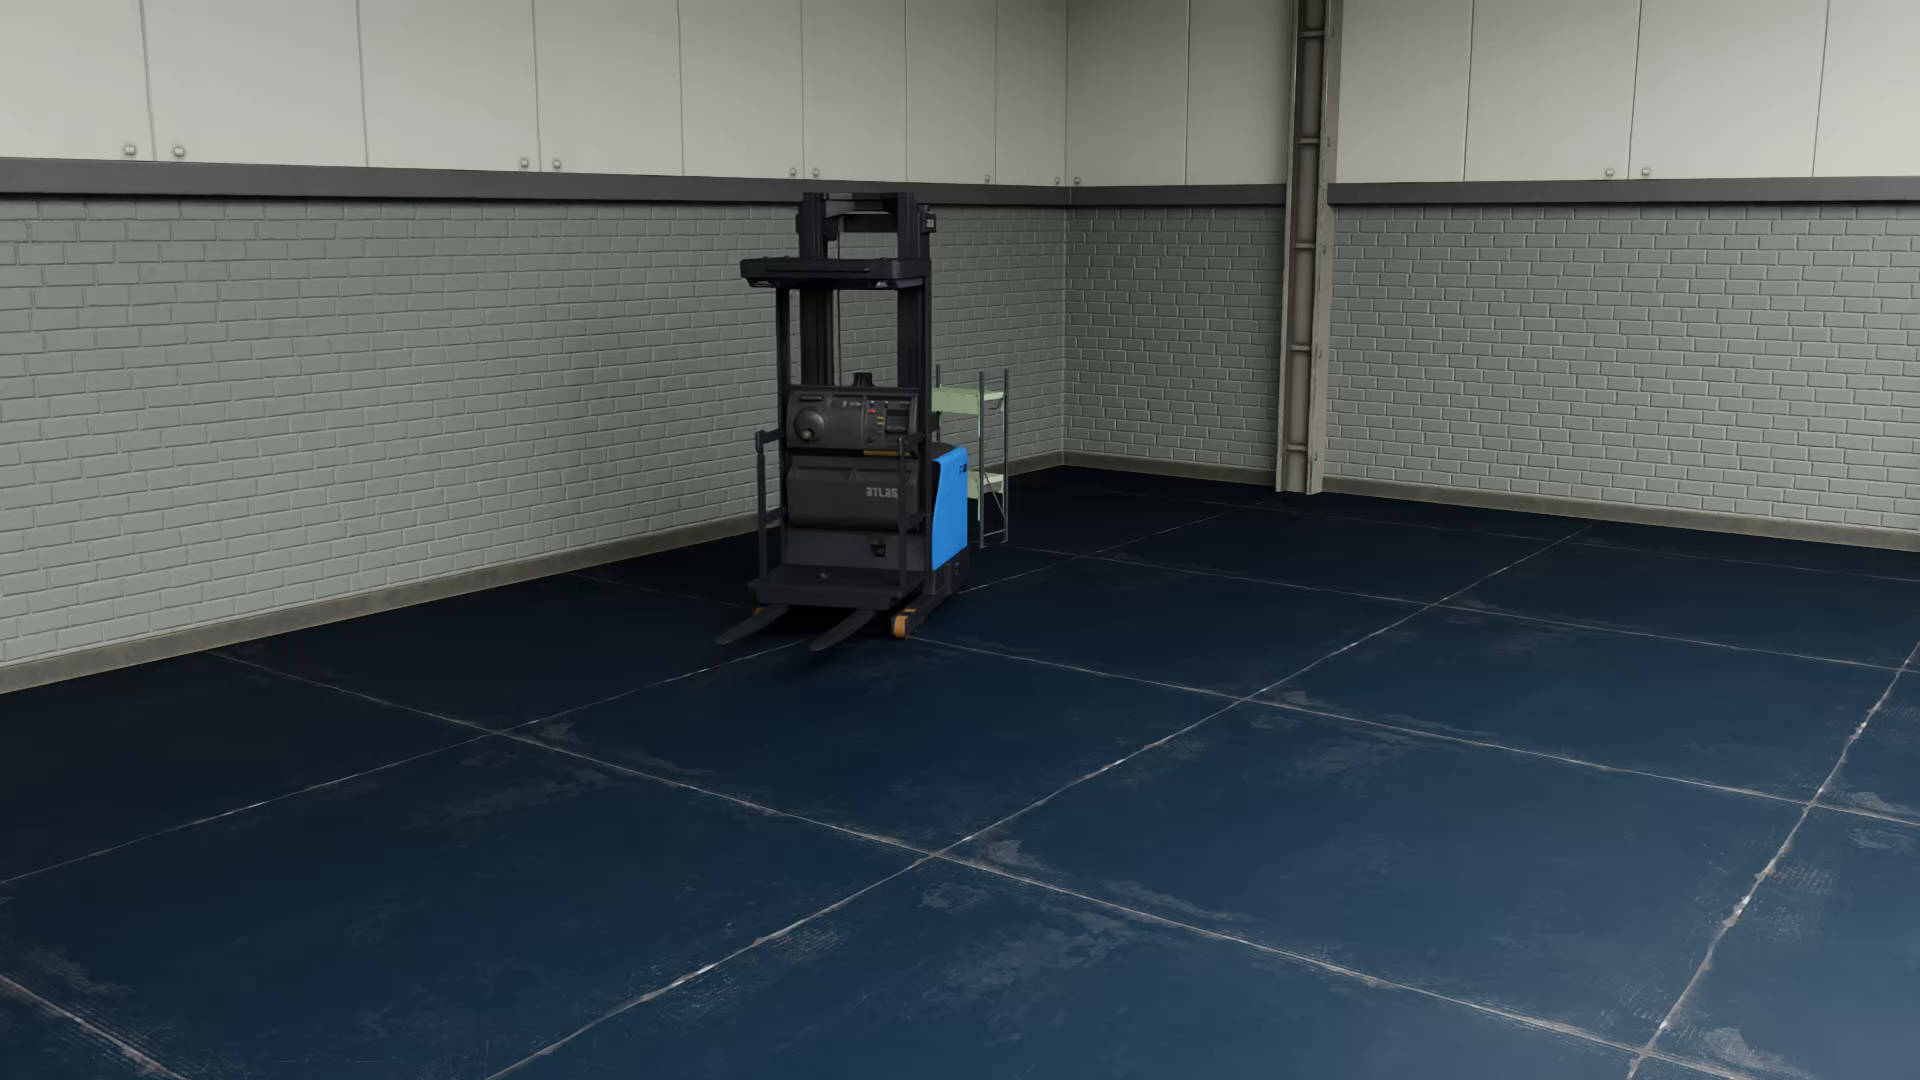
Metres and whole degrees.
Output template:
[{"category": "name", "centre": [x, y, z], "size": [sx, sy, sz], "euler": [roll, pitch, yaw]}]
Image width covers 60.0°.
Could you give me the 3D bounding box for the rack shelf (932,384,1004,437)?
[{"category": "rack shelf", "centre": [-0.005, -1.120, 14.317], "size": [0.720, 0.370, 0.431], "euler": [8, 13, 36]}]

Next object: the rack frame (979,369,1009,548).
[{"category": "rack frame", "centre": [0.290, -0.696, 14.178], "size": [0.023, 1.500, 0.400], "euler": [8, 13, 36]}]

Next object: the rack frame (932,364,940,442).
[{"category": "rack frame", "centre": [-0.300, -0.778, 14.604], "size": [0.023, 1.500, 0.400], "euler": [8, 13, 36]}]

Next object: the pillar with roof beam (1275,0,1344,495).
[{"category": "pillar with roof beam", "centre": [0.947, -4.264, 12.881], "size": [0.400, 9.000, 9.100], "euler": [8, 13, 36]}]

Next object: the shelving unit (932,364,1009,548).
[{"category": "shelving unit", "centre": [-0.005, -0.737, 14.391], "size": [0.755, 1.500, 0.431], "euler": [8, 13, 36]}]

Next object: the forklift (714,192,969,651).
[{"category": "forklift", "centre": [-0.793, -0.856, 11.238], "size": [1.130, 2.935, 3.031], "euler": [3, 11, 14]}]

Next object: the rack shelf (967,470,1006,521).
[{"category": "rack shelf", "centre": [-0.005, -0.417, 14.453], "size": [0.720, 0.370, 0.431], "euler": [8, 13, 36]}]
